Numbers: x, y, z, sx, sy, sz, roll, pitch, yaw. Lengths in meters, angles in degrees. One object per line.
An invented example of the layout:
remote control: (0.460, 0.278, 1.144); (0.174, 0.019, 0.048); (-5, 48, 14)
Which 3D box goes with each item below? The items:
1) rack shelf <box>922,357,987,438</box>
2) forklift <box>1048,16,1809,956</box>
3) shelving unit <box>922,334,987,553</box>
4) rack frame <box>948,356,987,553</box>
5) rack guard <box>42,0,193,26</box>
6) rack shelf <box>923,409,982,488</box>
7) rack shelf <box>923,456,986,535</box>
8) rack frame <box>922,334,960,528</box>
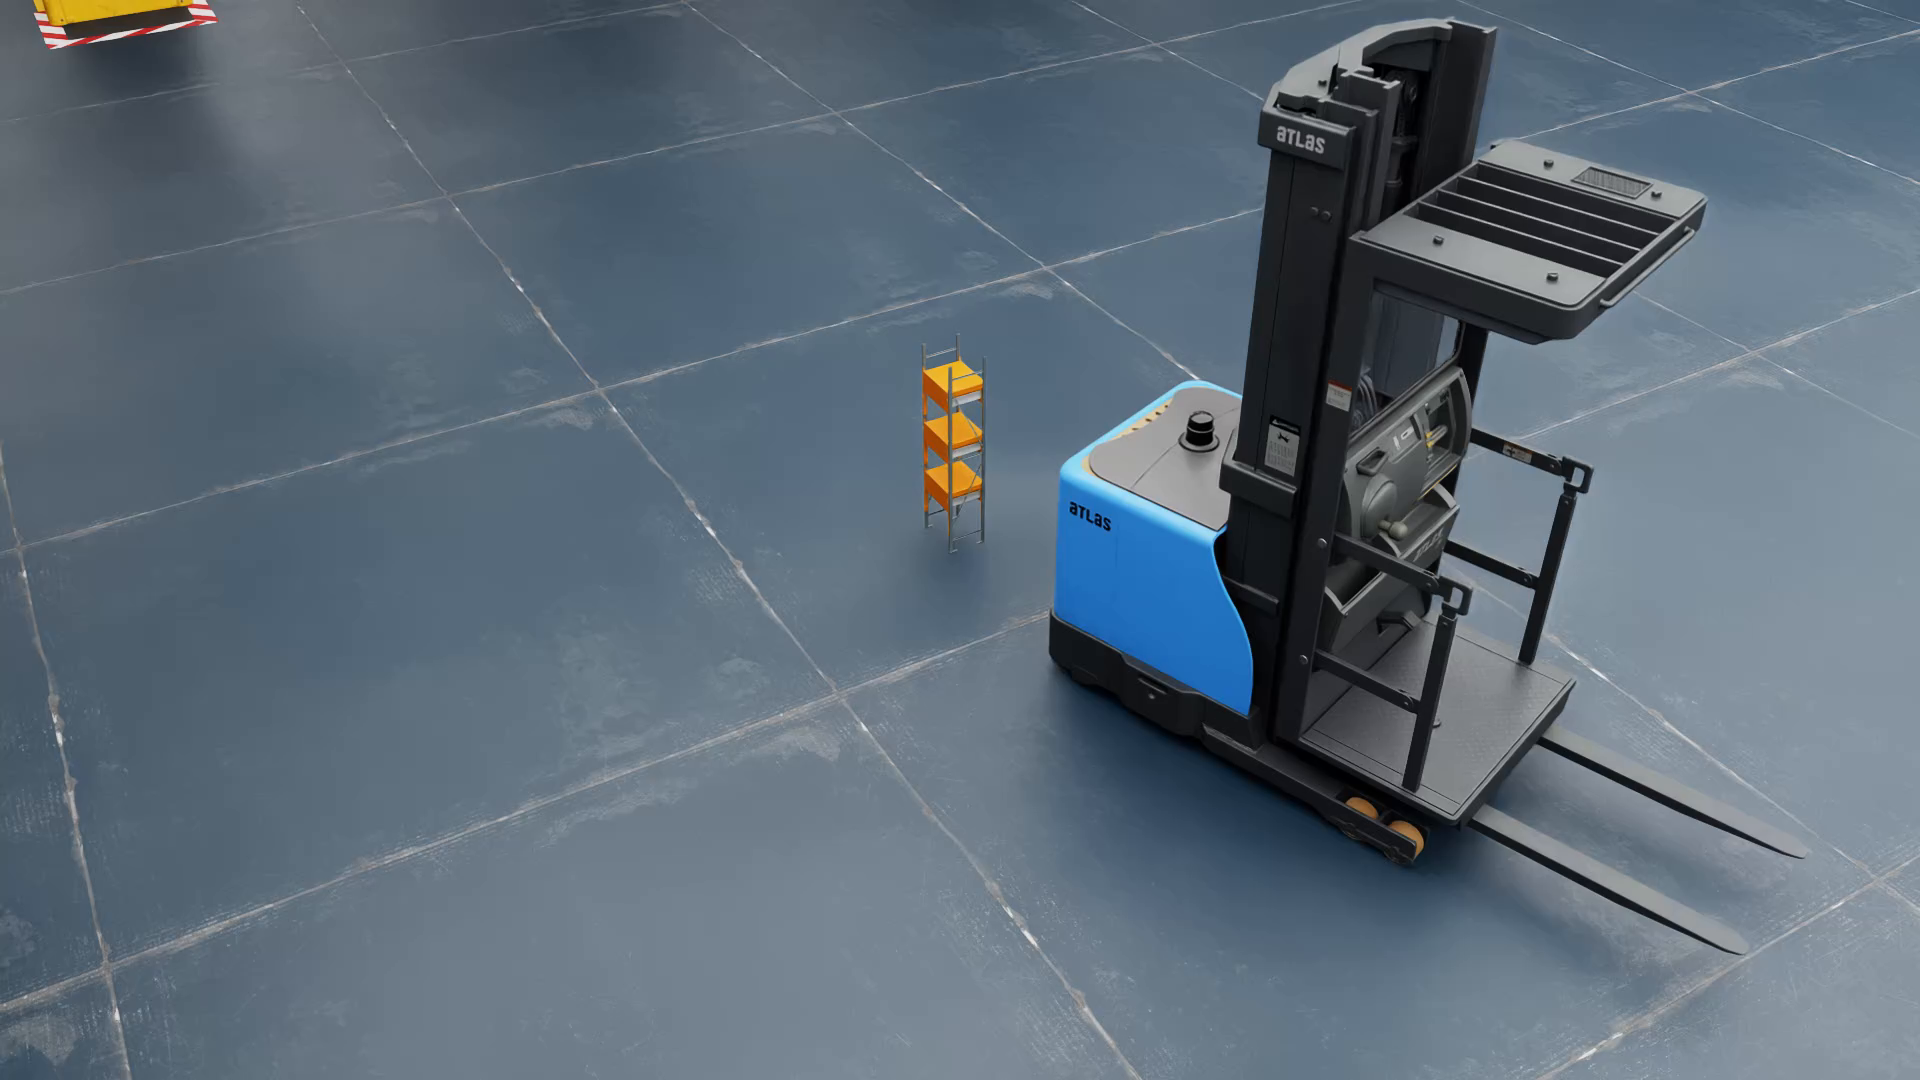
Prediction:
rack shelf: (-0.027, -0.672, 7.817); (0.215, 0.259, 0.240); (-19, 40, -24)
forklift: (1.841, -0.270, 6.135); (3.031, 2.935, 1.130); (27, 44, 32)
shelving unit: (-0.027, -0.451, 7.978); (0.215, 1.050, 0.252); (-19, 40, -24)
rack frame: (0.034, -0.389, 7.893); (0.200, 1.050, 0.008); (-19, 40, -24)
rack guard: (-7.387, -4.872, 14.497); (1.175, 0.500, 0.348); (-19, 40, -24)
rack shelf: (-0.027, -0.443, 7.984); (0.215, 0.259, 0.240); (-19, 40, -24)
rack shelf: (-0.027, -0.218, 8.148); (0.215, 0.259, 0.240); (-19, 40, -24)
rack frame: (-0.088, -0.513, 8.063); (0.200, 1.050, 0.008); (-19, 40, -24)
